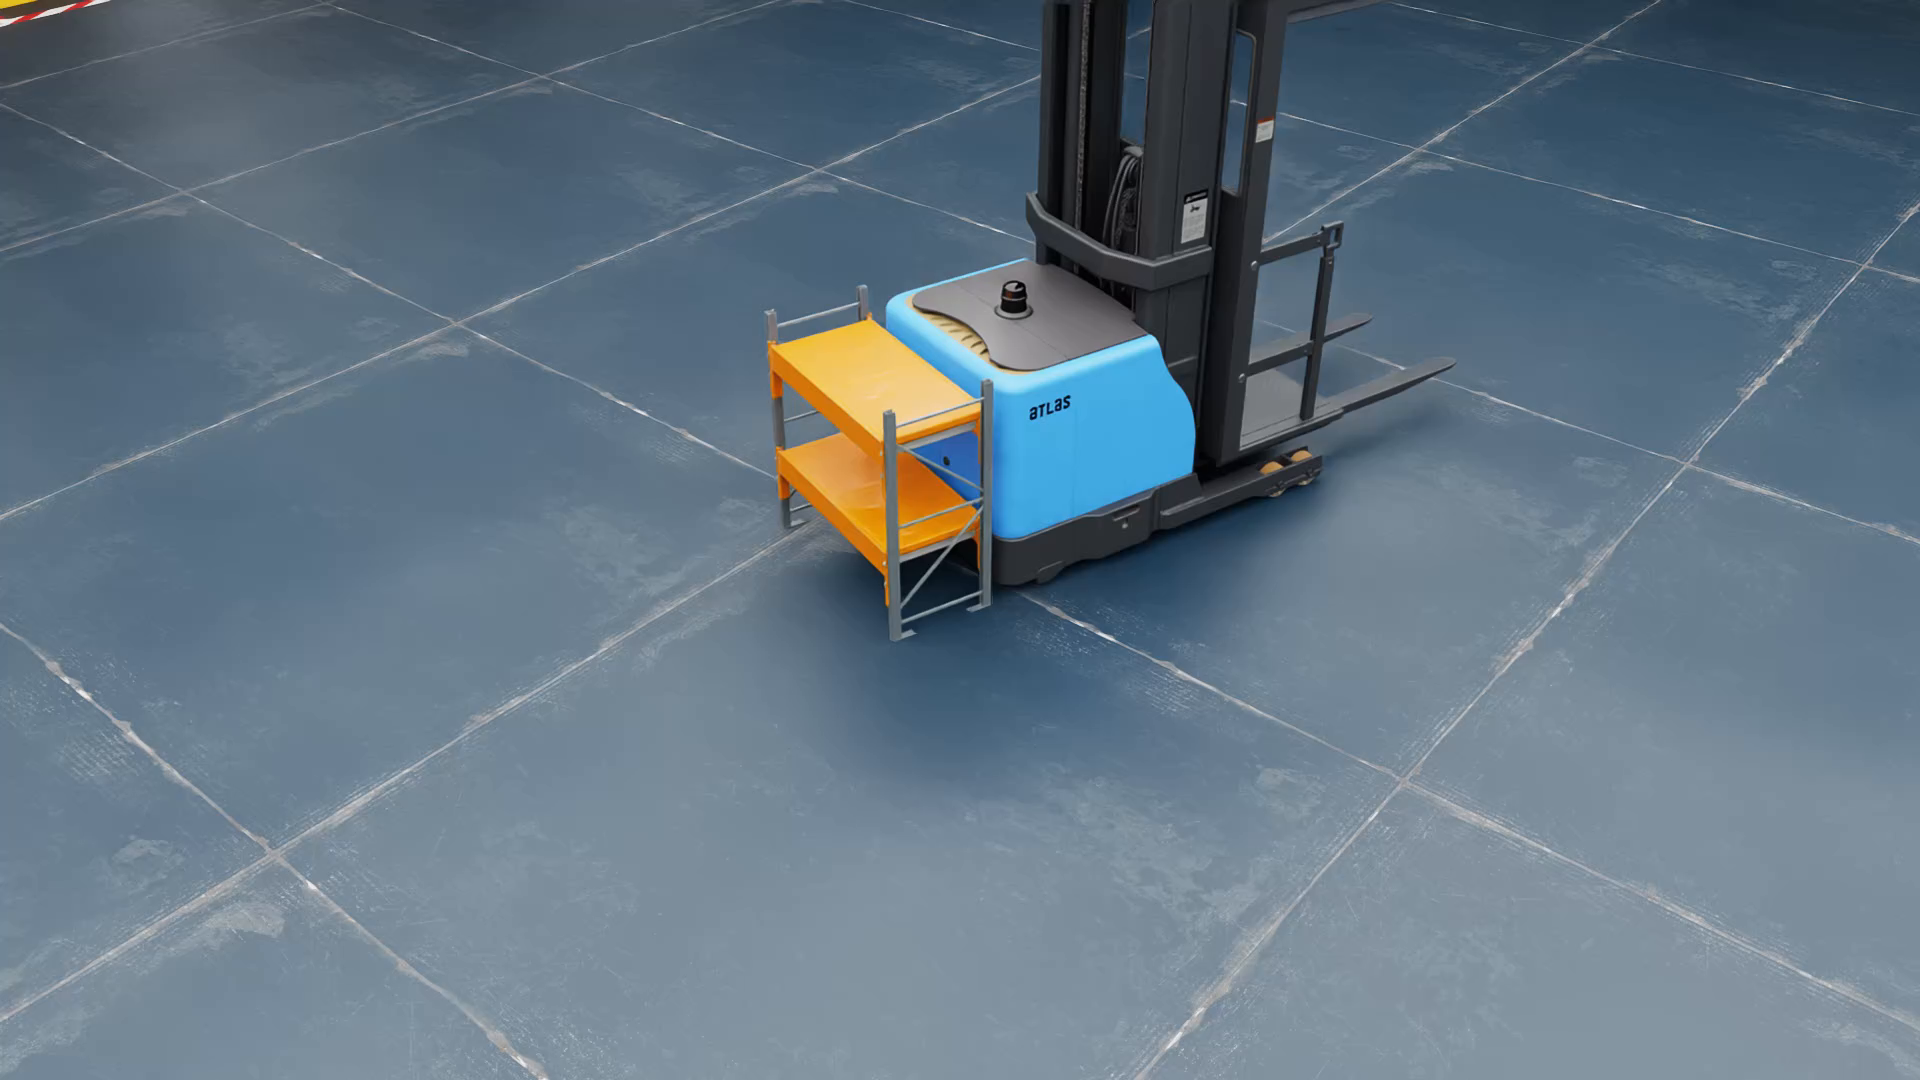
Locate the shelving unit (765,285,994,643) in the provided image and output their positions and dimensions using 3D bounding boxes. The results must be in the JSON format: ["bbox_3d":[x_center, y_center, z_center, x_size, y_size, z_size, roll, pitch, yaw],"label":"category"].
[{"bbox_3d":[-0.355,-0.351,7.267,0.538,1.125,1.048,-20,39,-26],"label":"shelving unit"}]

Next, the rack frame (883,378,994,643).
[{"bbox_3d":[-0.083,-0.107,6.913,0.500,1.125,0.032,-20,39,-26],"label":"rack frame"}]

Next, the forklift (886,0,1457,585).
[{"bbox_3d":[1.164,-1.645,7.557,3.031,2.935,1.130,-21,39,-27],"label":"forklift"}]

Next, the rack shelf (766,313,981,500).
[{"bbox_3d":[-0.356,-0.592,7.101,0.538,0.278,1.000,-20,39,-26],"label":"rack shelf"}]

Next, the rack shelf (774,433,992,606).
[{"bbox_3d":[-0.355,-0.149,7.405,0.538,0.278,1.000,-20,39,-26],"label":"rack shelf"}]

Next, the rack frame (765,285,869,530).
[{"bbox_3d":[-0.627,-0.594,7.621,0.500,1.125,0.032,-20,39,-26],"label":"rack frame"}]
